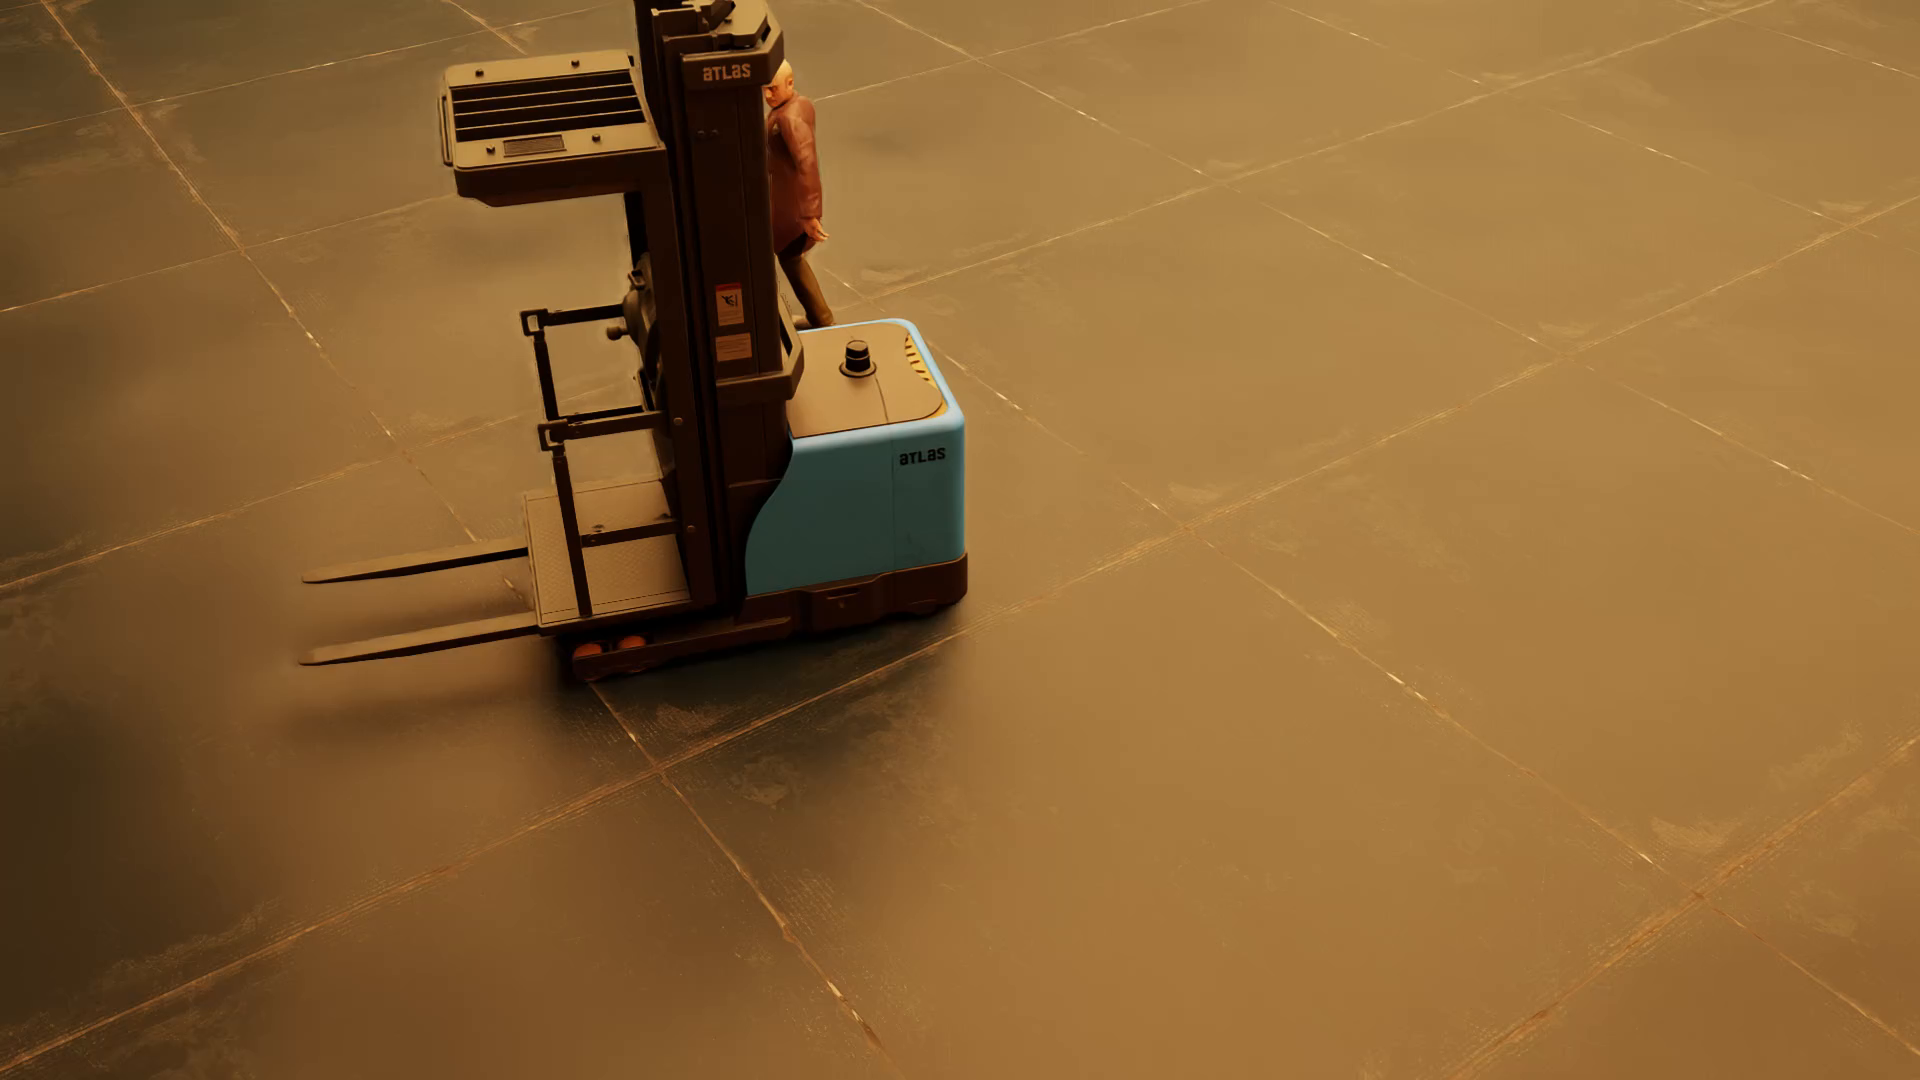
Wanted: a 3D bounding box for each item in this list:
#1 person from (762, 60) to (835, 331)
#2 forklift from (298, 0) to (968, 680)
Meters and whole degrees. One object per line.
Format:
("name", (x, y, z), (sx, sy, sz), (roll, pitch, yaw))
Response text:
("person", (-0.986, -1.900, 9.599), (0.824, 1.784, 0.689), (17, 40, 21))
("forklift", (-1.540, -0.892, 7.151), (3.031, 2.935, 1.130), (-10, 38, -13))
